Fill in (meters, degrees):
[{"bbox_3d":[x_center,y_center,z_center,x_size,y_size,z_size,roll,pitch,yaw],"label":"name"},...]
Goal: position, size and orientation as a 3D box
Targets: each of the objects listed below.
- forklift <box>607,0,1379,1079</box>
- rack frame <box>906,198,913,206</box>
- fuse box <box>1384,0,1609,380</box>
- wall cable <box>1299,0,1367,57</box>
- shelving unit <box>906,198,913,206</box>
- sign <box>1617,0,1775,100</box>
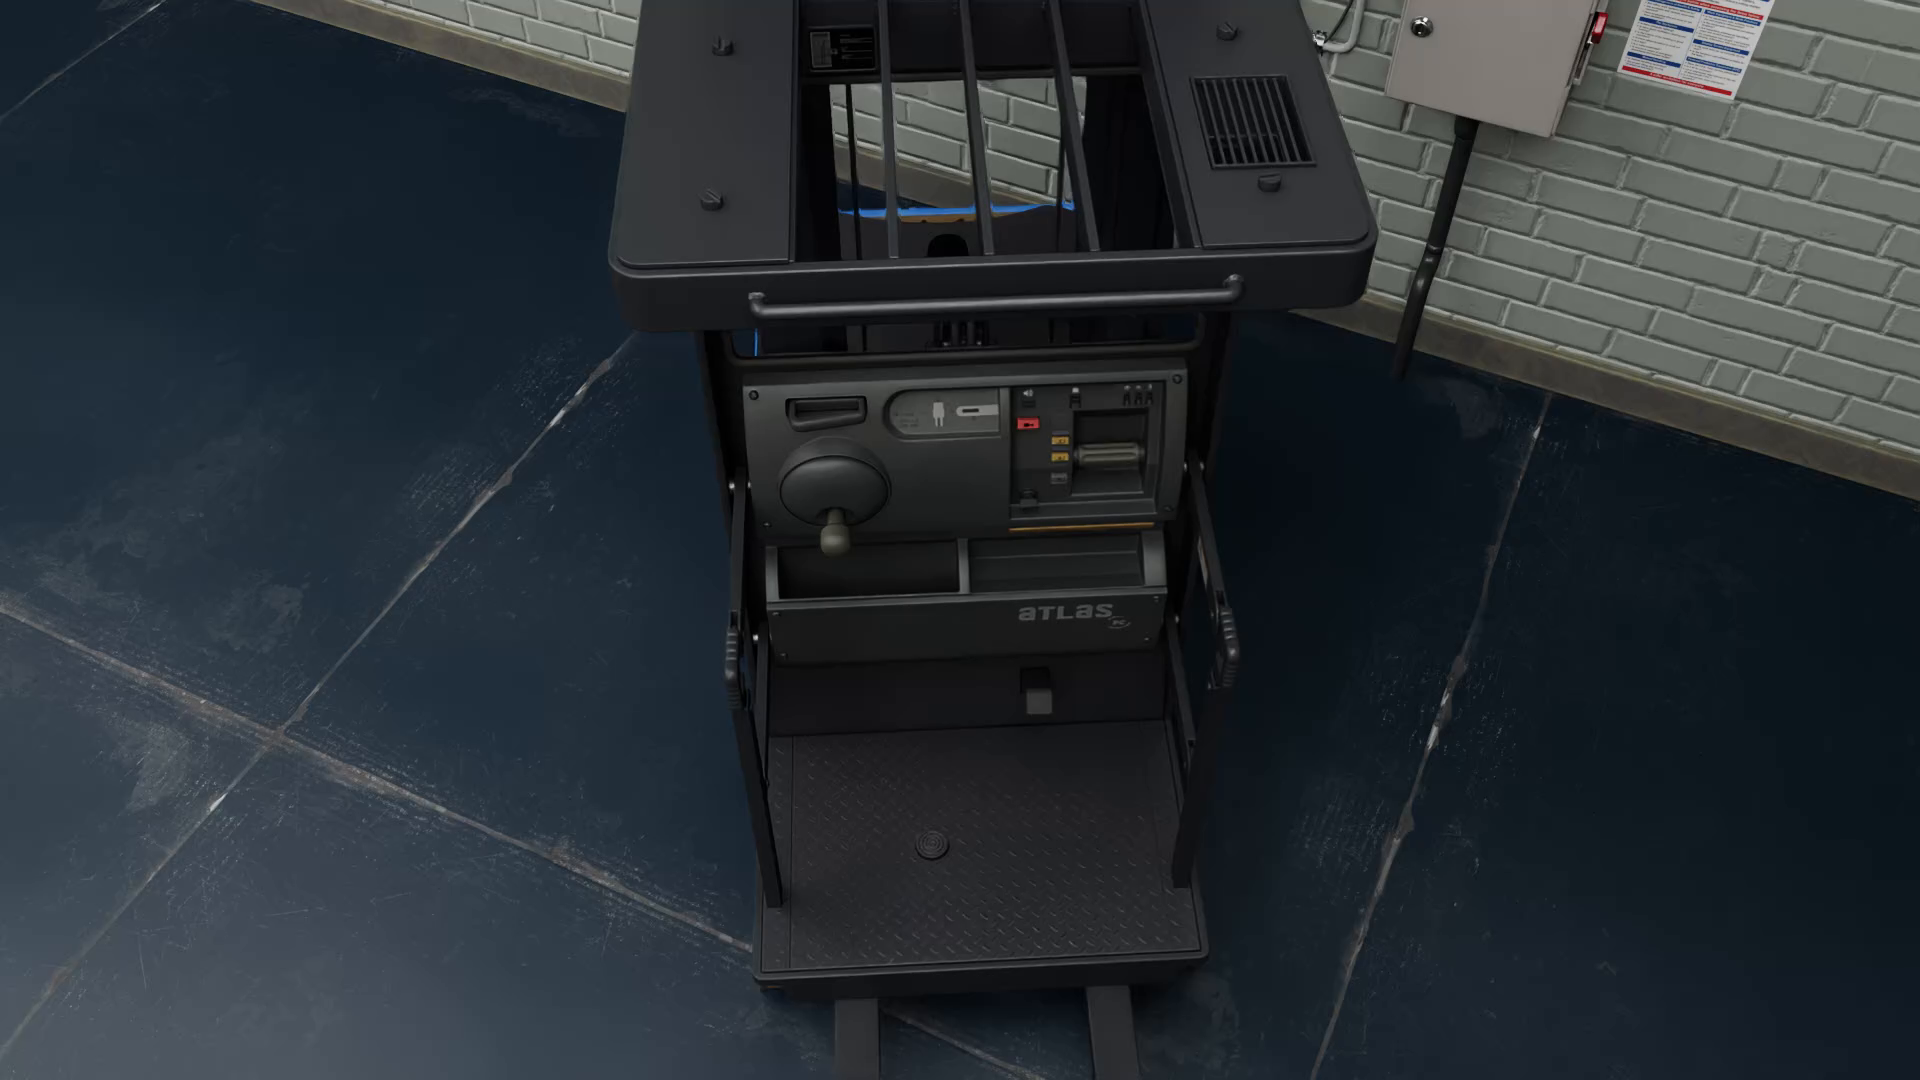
[{"bbox_3d":[0.029,-0.070,3.385,1.130,2.935,3.031,-2,50,-2],"label":"forklift"},{"bbox_3d":[-0.039,-0.724,5.276,0.240,0.900,0.006,-2,50,-2],"label":"rack frame"},{"bbox_3d":[1.517,-1.096,5.059,0.539,1.711,0.414,20,52,16],"label":"fuse box"},{"bbox_3d":[0.967,-2.173,4.463,0.588,1.984,0.122,20,52,16],"label":"wall cable"},{"bbox_3d":[-0.034,-0.647,5.210,0.258,0.900,0.210,-2,50,-2],"label":"shelving unit"},{"bbox_3d":[2.052,-1.465,4.589,0.329,0.494,0.001,20,52,16],"label":"sign"}]
